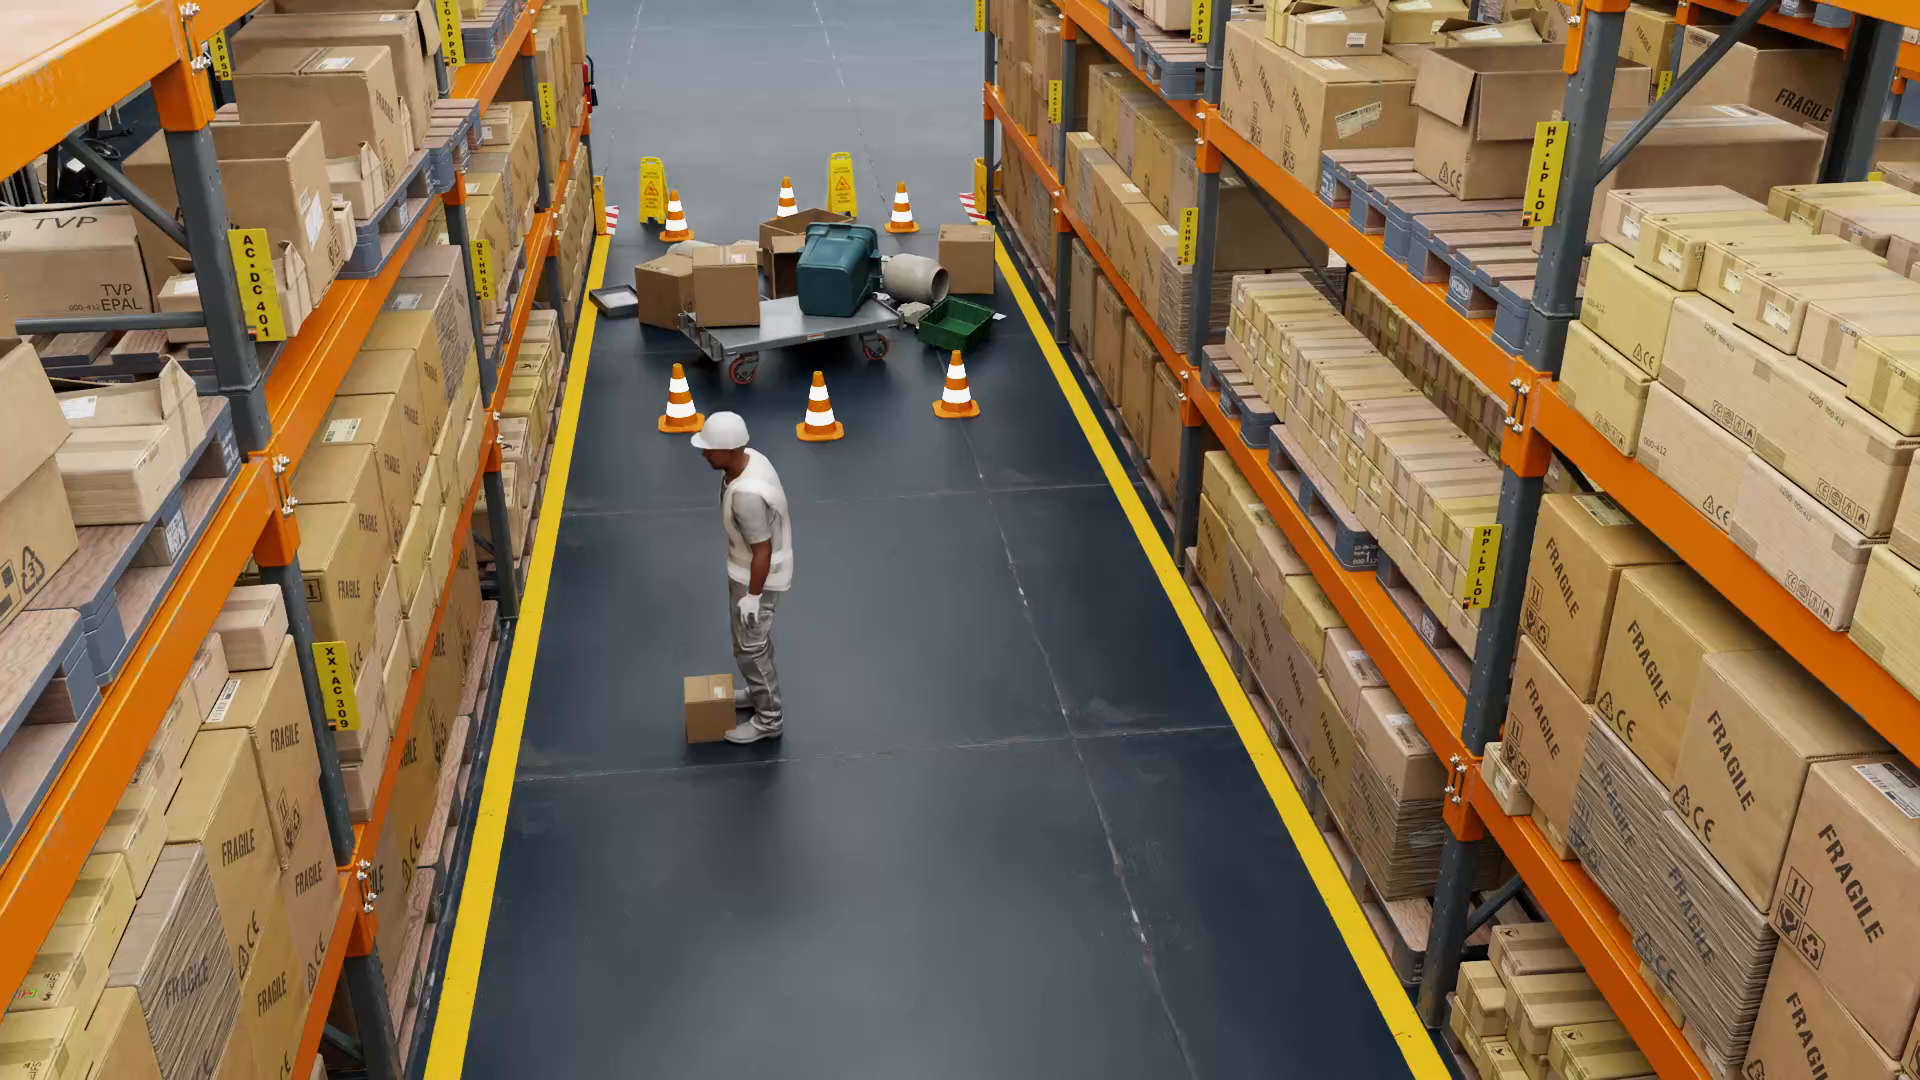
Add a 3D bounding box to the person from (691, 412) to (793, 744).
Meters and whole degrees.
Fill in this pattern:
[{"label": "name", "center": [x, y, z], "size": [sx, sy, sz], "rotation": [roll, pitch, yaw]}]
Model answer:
[{"label": "person", "center": [-1.058, 0.172, 8.268], "size": [0.450, 1.772, 0.619], "rotation": [-5, 27, -10]}]
